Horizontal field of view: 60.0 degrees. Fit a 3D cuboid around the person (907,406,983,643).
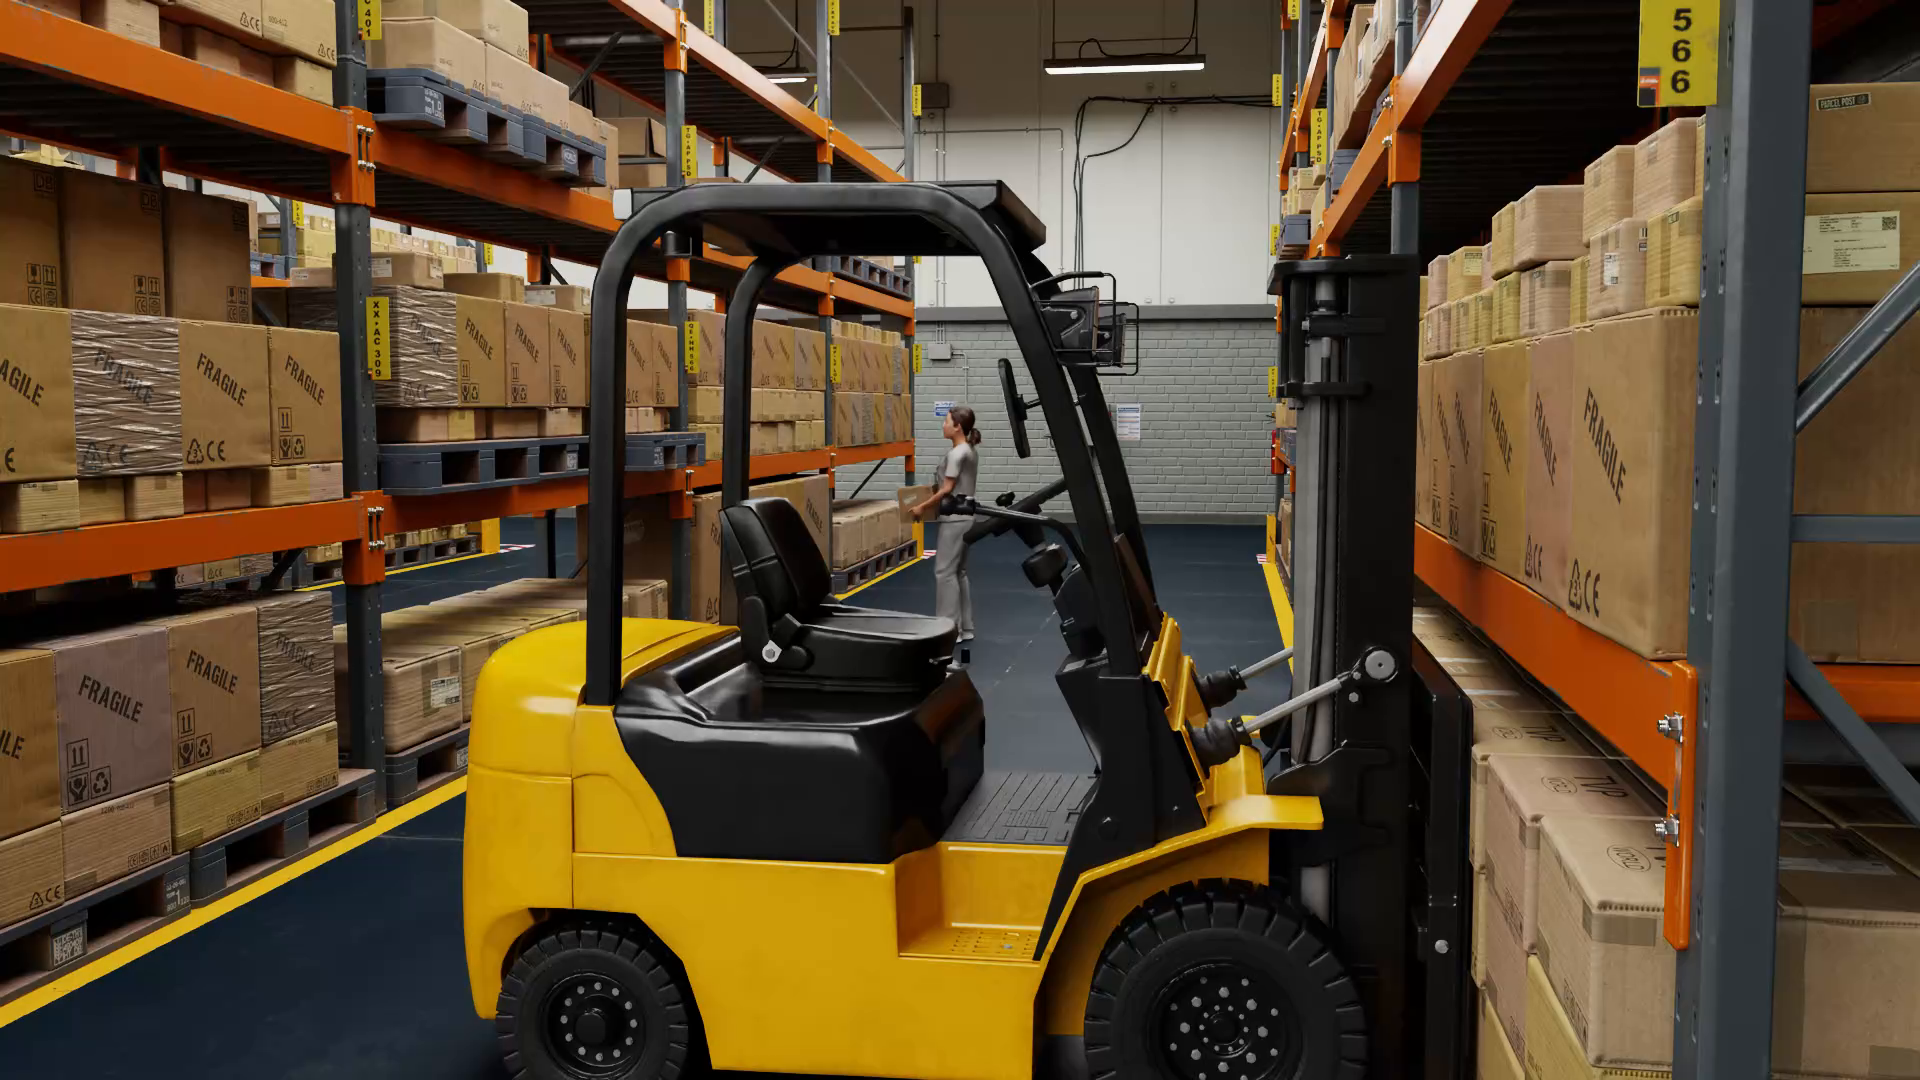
[{"bbox_3d":[-0.097,-0.112,11.770,0.525,1.673,0.457,1,5,8],"label":"person"}]
